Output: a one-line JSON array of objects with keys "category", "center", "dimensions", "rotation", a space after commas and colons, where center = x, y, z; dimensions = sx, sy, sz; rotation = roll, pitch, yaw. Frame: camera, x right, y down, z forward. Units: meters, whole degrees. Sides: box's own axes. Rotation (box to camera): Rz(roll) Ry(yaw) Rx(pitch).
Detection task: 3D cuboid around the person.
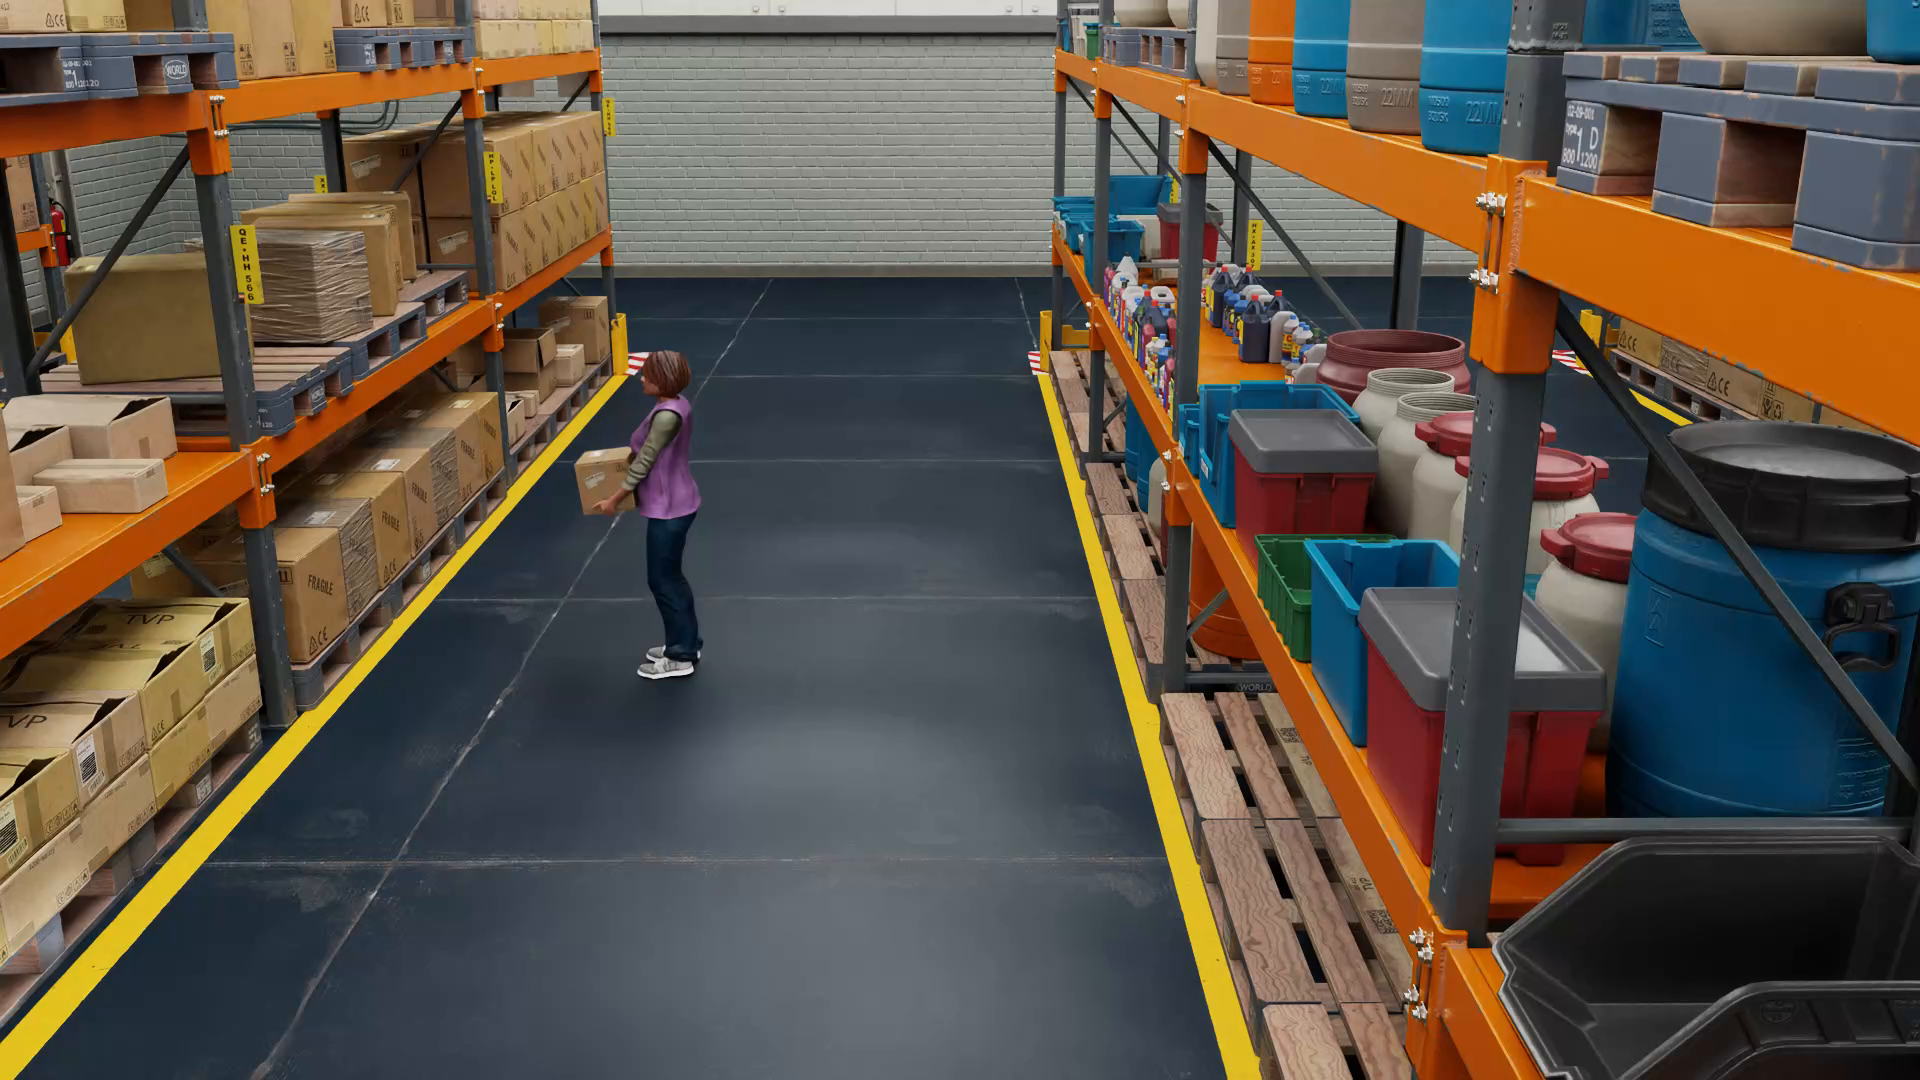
[{"category": "person", "center": [-1.490, -0.127, 7.977], "dimensions": [0.496, 1.597, 0.397], "rotation": [0, 17, 0]}]
